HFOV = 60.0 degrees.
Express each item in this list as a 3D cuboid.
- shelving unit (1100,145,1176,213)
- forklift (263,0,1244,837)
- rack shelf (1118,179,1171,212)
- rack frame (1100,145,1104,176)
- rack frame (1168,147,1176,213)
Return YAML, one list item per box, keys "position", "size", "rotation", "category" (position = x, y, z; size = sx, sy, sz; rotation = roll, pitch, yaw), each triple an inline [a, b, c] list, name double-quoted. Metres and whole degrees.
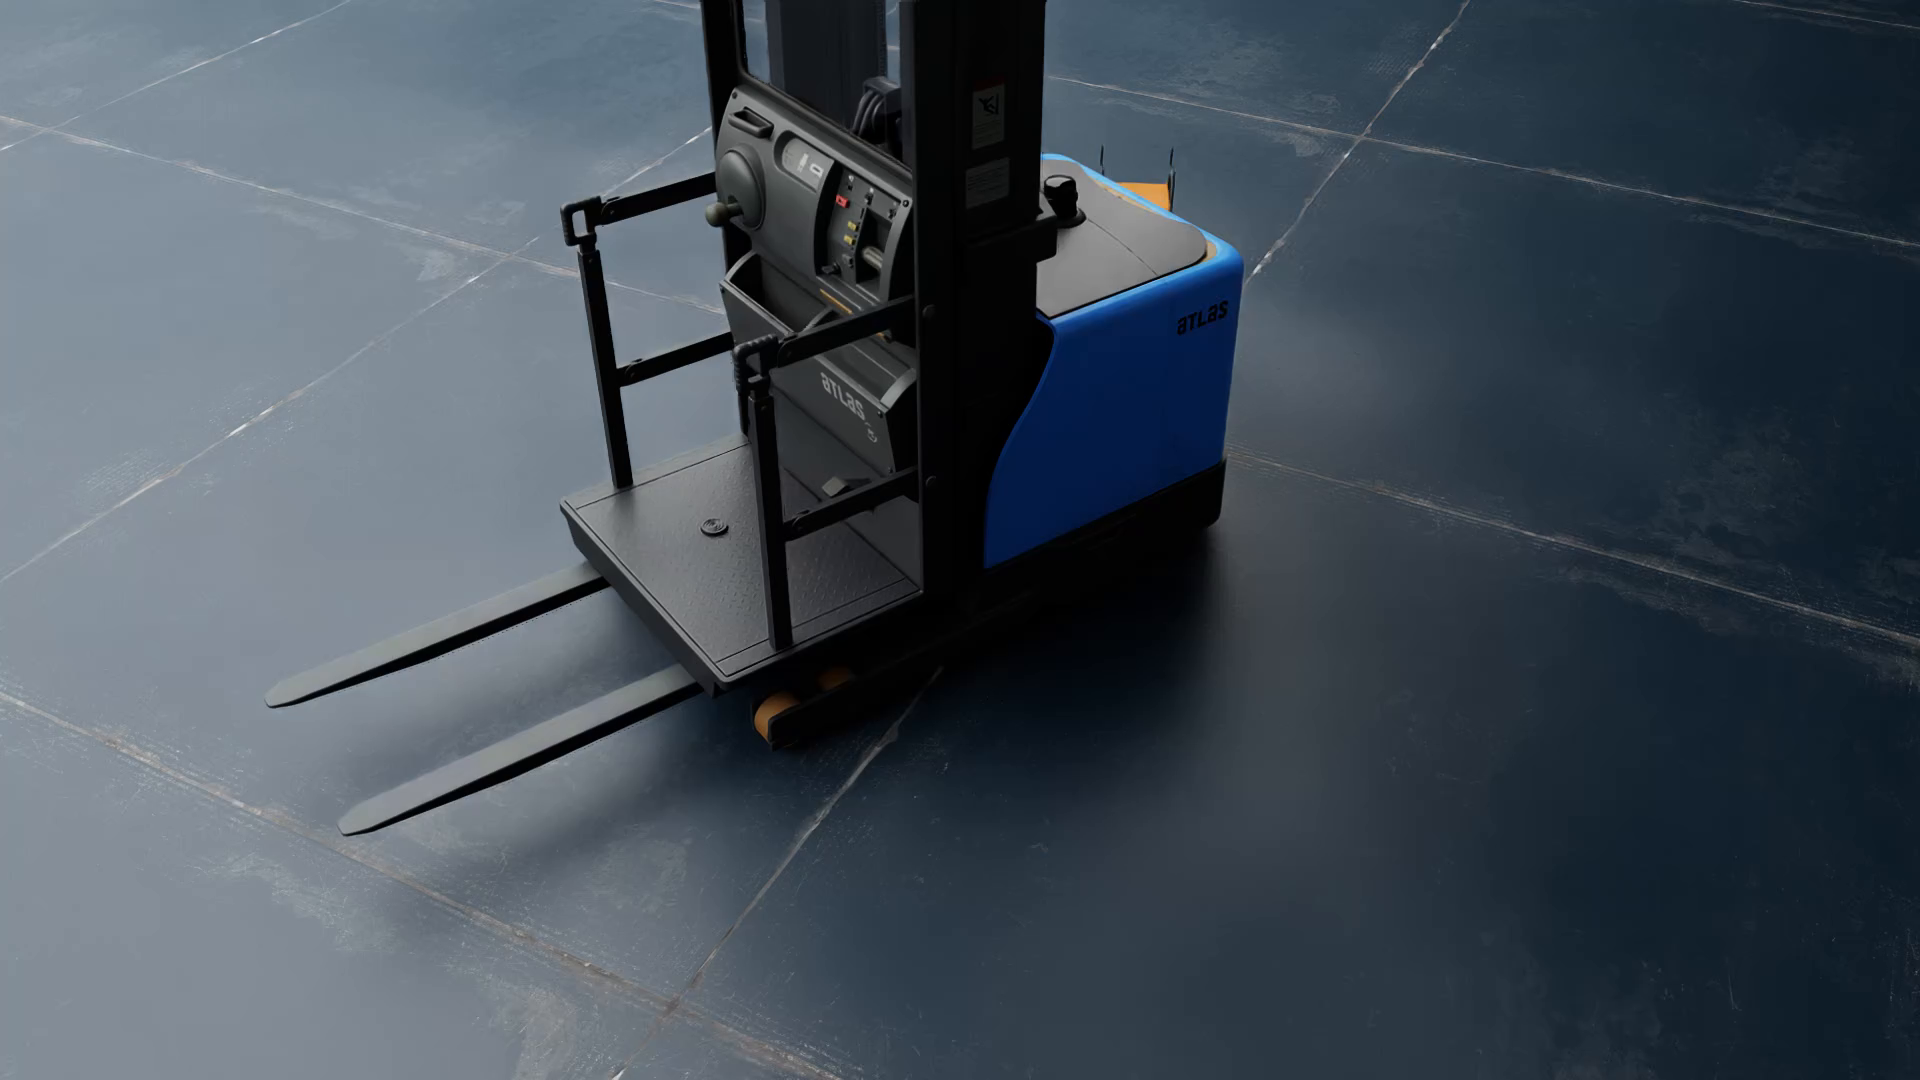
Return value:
- position: [0.616, -0.904, 6.072]
  size: [0.252, 1.050, 0.215]
  rotation: [2, 37, 3]
  category: "shelving unit"
- position: [-0.588, -0.916, 4.532]
  size: [3.031, 2.935, 1.130]
  rotation: [-24, 43, -28]
  category: "forklift"
- position: [0.616, -1.121, 5.907]
  size: [0.240, 0.259, 0.215]
  rotation: [2, 37, 3]
  category: "rack shelf"
- position: [0.494, -0.908, 6.078]
  size: [0.008, 1.050, 0.200]
  rotation: [2, 37, 3]
  category: "rack frame"
- position: [0.737, -0.899, 6.066]
  size: [0.008, 1.050, 0.200]
  rotation: [2, 37, 3]
  category: "rack frame"
